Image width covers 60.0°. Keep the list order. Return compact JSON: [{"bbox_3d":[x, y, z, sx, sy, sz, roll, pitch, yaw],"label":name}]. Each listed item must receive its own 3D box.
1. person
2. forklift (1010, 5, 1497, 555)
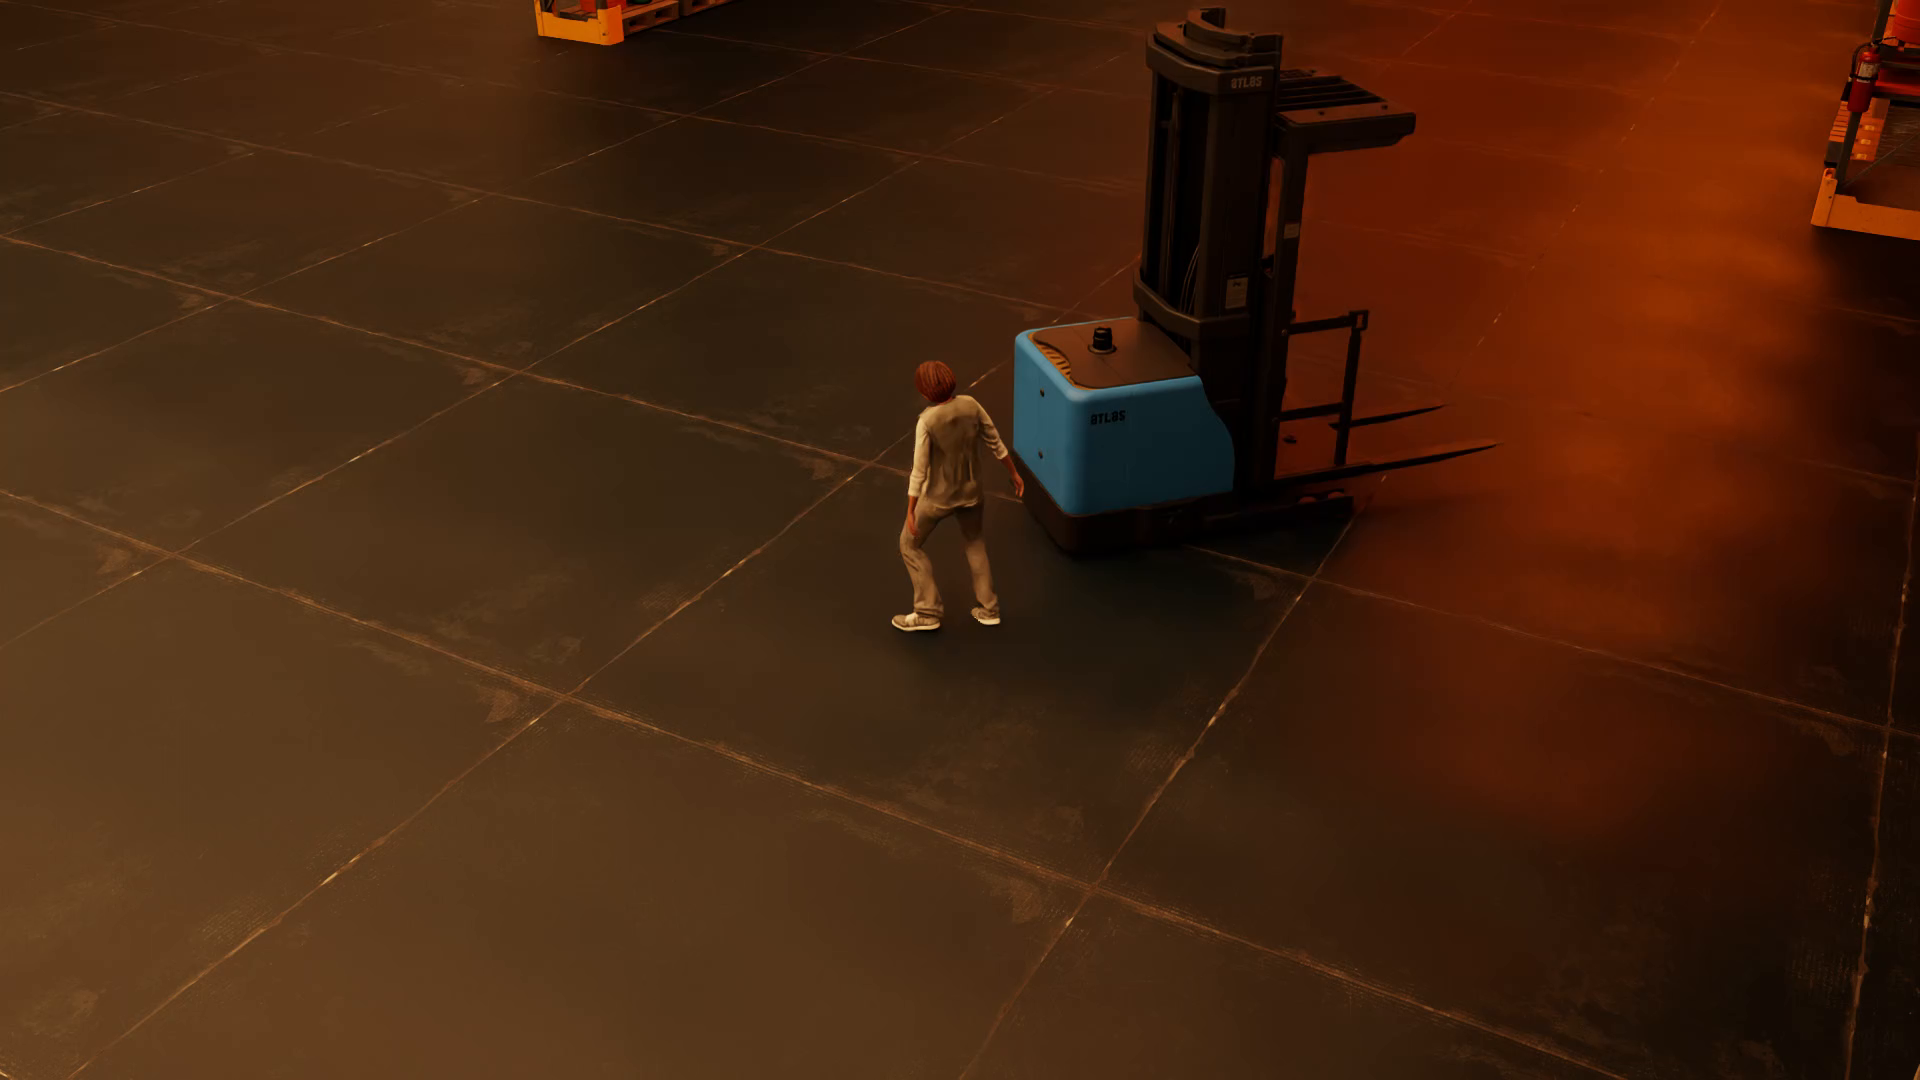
[{"bbox_3d":[-0.001,-0.216,8.884,0.746,1.567,0.429,-14,33,-23],"label":"person"},{"bbox_3d":[1.892,-1.609,9.858,3.031,2.935,1.130,-9,31,-16],"label":"forklift"}]
